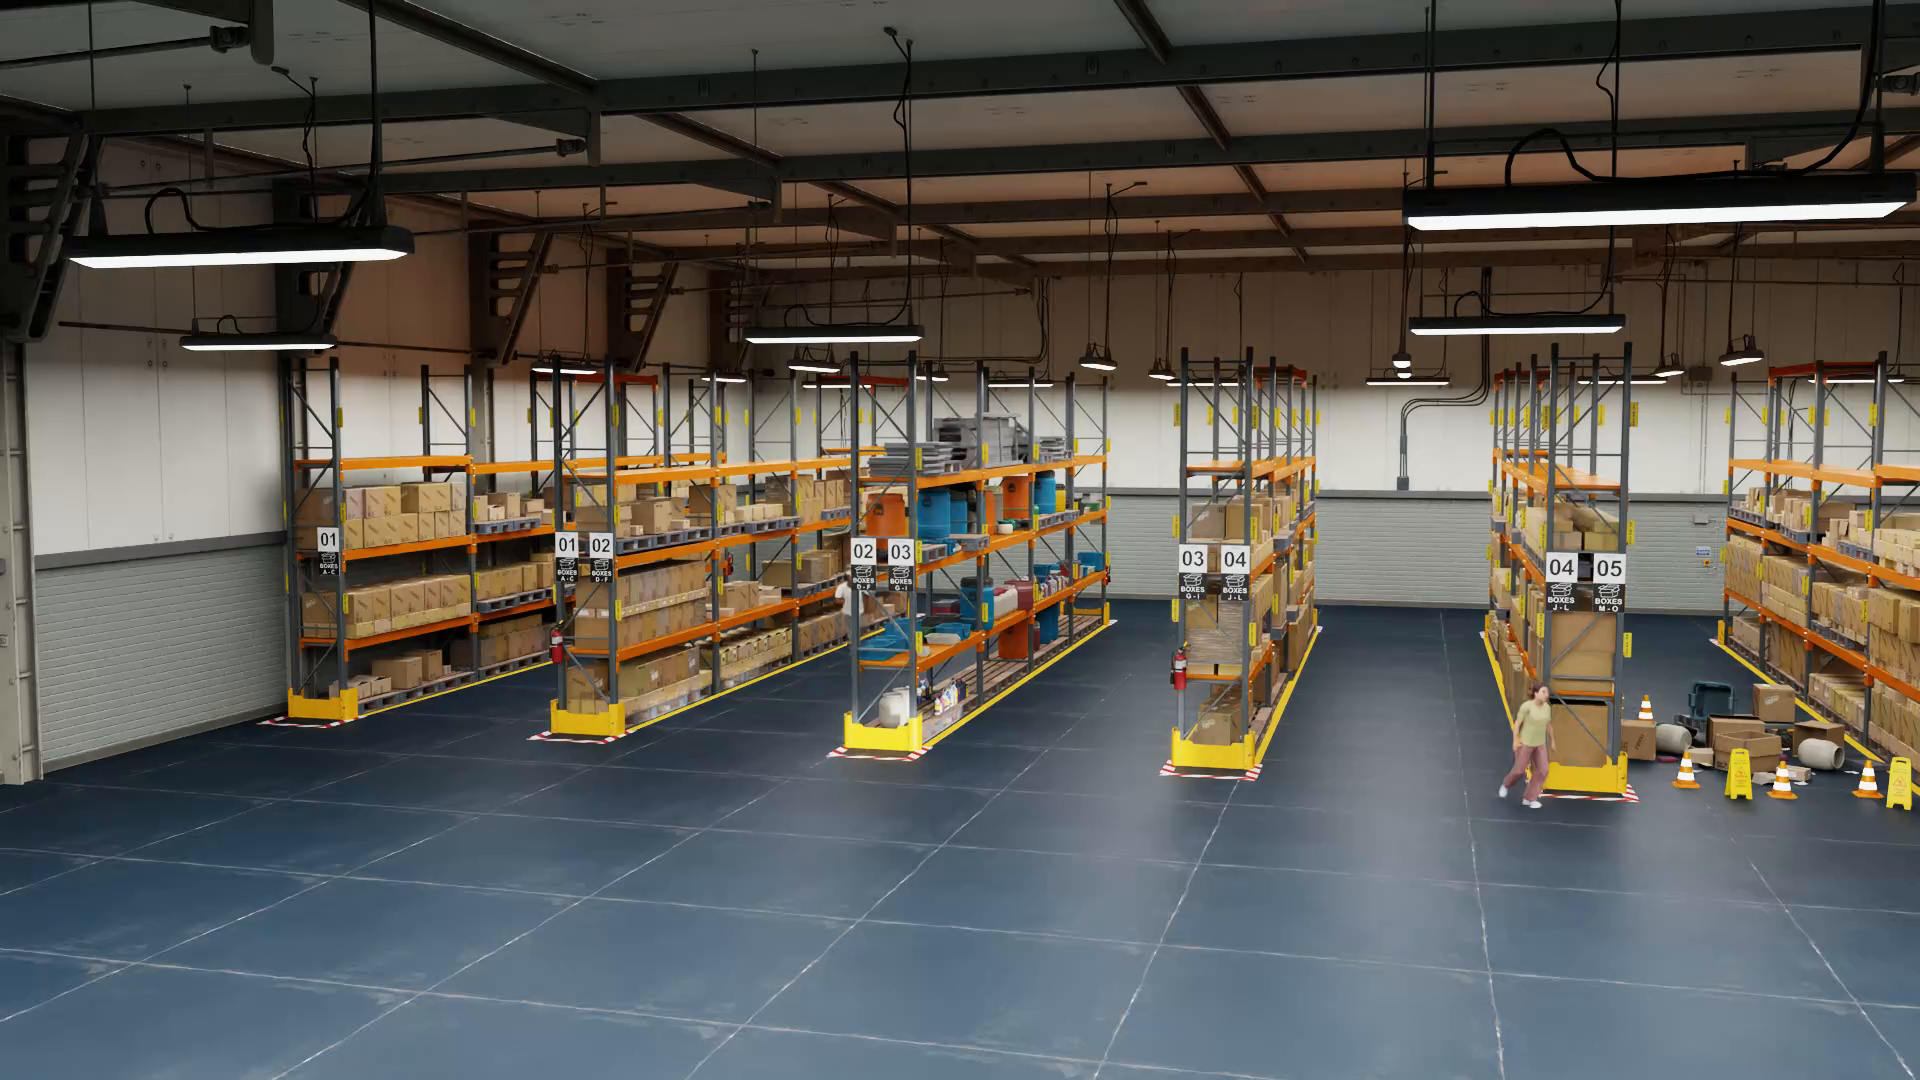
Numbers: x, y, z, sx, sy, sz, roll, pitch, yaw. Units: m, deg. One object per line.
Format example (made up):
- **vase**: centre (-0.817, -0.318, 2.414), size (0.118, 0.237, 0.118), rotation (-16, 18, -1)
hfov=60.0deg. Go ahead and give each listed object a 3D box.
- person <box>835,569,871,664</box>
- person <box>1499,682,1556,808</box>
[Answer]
- **person**: centre (-2.104, 1.486, 32.315), size (0.645, 1.874, 0.808), rotation (1, 4, 10)
- **person**: centre (7.379, 2.615, 21.574), size (0.586, 1.619, 0.663), rotation (-1, 4, -16)
